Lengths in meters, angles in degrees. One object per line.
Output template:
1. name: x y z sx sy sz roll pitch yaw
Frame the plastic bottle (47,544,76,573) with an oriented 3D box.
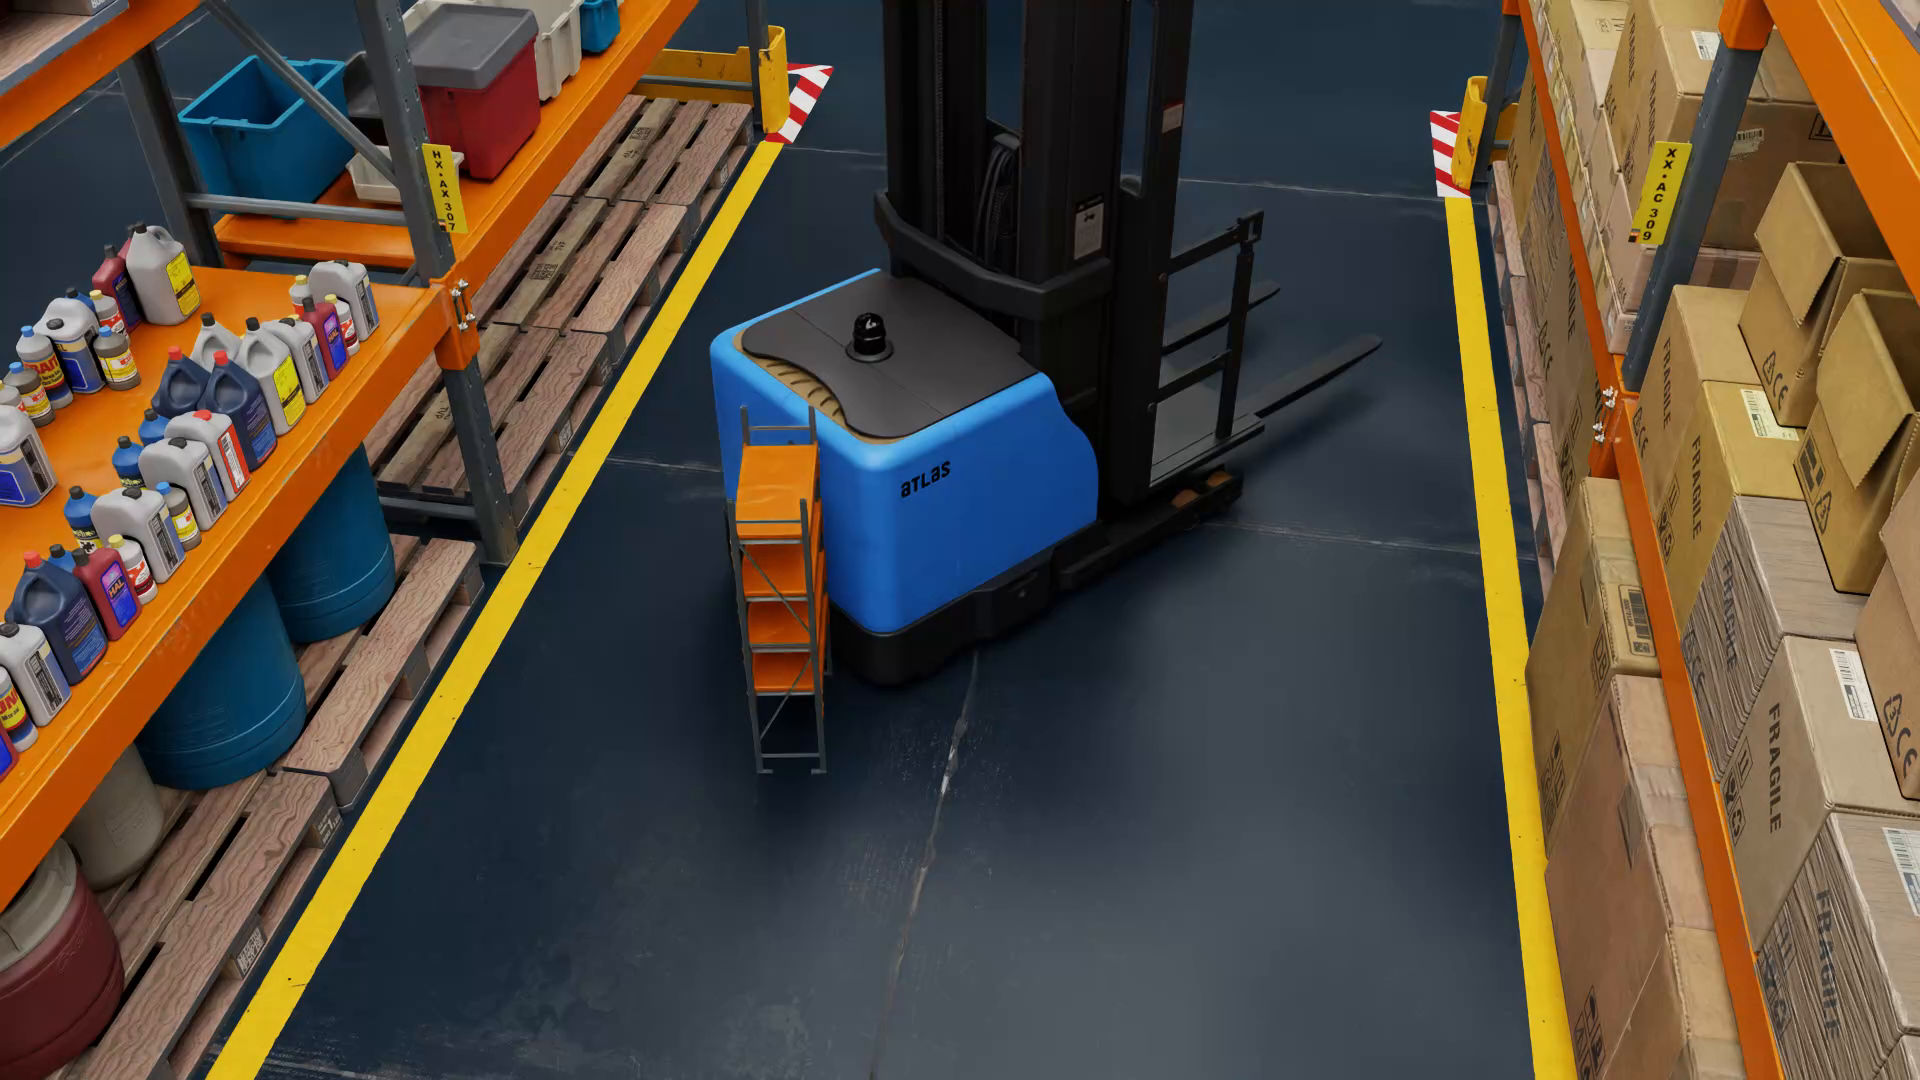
1. plastic bottle: -2.318 0.124 4.347 0.097 0.271 0.097 0 40 0

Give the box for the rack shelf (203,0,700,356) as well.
1. rack shelf: -1.932 -2.115 7.519 1.077 0.370 4.000 6 40 8

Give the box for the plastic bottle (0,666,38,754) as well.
1. plastic bottle: -2.330 0.392 4.023 0.097 0.271 0.097 0 40 0

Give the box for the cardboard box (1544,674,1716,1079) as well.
1. cardboard box: 2.356 1.030 4.488 1.225 0.875 0.875 5 40 6

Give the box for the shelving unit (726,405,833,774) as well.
1. shelving unit: -0.587 0.187 5.582 0.258 1.200 0.503 -1 40 -1

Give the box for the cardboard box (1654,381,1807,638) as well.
1. cardboard box: 2.189 -0.053 4.382 0.500 0.500 0.500 6 40 8

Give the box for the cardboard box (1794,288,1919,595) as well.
1. cardboard box: 2.368 -0.185 3.754 0.797 0.503 0.637 7 40 8

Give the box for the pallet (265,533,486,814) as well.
1. pallet: -2.452 0.417 6.080 1.003 0.211 1.213 6 40 8

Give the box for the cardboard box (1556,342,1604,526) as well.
1. cardboard box: 2.794 -0.340 6.145 0.875 0.875 0.875 6 40 8

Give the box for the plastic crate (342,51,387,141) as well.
1. plastic crate: -2.349 -1.787 6.726 0.437 0.125 0.590 6 40 8

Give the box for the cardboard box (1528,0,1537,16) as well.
1. cardboard box: 2.819 -2.497 7.613 0.380 0.149 0.250 6 40 7

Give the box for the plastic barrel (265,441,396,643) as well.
1. plastic barrel: -2.389 -0.151 5.896 0.600 0.901 0.708 6 40 8

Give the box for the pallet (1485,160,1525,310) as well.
1. pallet: 3.231 -1.517 8.419 1.003 0.211 1.213 6 40 8

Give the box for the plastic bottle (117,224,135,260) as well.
1. plastic bottle: -2.761 -0.909 5.588 0.061 0.283 0.133 6 40 8

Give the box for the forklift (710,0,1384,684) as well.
1. forklift: 0.539 -1.401 6.144 3.031 2.935 1.130 -28 47 -30

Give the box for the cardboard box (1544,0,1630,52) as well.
1. cardboard box: 2.770 -2.245 6.996 0.500 0.250 0.500 5 40 6

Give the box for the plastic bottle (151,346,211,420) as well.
1. plastic bottle: -2.288 -0.405 4.925 0.144 0.351 0.185 6 40 8

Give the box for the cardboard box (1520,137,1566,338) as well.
1. cardboard box: 3.103 -1.463 7.504 0.875 0.875 0.875 6 40 8

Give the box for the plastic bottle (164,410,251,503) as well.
1. plastic bottle: -2.178 -0.261 4.809 0.152 0.276 0.135 6 40 8

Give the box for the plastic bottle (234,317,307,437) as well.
1. plastic bottle: -2.114 -0.506 5.046 0.144 0.351 0.185 6 40 8

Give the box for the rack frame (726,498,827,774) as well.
1. rack frame: -0.583 0.343 5.394 0.240 1.200 0.015 -1 40 -1

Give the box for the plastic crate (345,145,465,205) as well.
1. plastic crate: -2.056 -1.335 6.171 0.396 0.136 0.243 6 40 8

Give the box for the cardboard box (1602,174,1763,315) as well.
1. cardboard box: 2.418 -0.954 5.434 0.500 0.250 0.500 6 40 7

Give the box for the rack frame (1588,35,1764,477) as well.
1. rack frame: 2.601 -0.591 5.111 1.000 3.000 0.127 6 40 8

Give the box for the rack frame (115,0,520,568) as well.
1. rack frame: -2.278 -1.138 5.772 1.000 3.000 0.127 6 40 8

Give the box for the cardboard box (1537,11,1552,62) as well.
1. cardboard box: 2.730 -2.173 7.222 0.380 0.149 0.250 6 40 7

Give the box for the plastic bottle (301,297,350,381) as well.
1. plastic bottle: -2.023 -0.659 5.285 0.061 0.283 0.133 6 40 8

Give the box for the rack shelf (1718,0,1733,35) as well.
1. rack shelf: 2.947 -2.725 5.903 1.077 0.370 4.000 6 40 8

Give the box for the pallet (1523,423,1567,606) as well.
1. pallet: 2.809 0.015 6.567 1.003 0.211 1.213 6 40 8

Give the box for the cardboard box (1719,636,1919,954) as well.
1. cardboard box: 2.017 0.586 3.609 0.500 0.500 0.500 7 40 9

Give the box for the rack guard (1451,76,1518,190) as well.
1. rack guard: 3.297 -2.153 8.962 1.175 0.500 0.348 6 40 8

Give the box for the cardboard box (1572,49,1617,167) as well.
1. cardboard box: 2.594 -1.600 6.215 0.500 0.250 0.500 7 40 9

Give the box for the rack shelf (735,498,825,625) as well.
1. rack shelf: -0.587 0.067 5.482 0.258 0.148 0.480 -1 40 -1

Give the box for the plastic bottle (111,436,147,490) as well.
1. plastic bottle: -2.327 -0.177 4.711 0.097 0.271 0.097 0 40 0

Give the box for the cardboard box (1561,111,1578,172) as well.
1. cardboard box: 2.553 -1.529 6.442 0.380 0.149 0.250 6 40 7

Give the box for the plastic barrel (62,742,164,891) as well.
1. plastic barrel: -2.697 0.788 5.066 0.421 0.512 0.421 0 40 0

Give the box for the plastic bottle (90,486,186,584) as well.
1. plastic bottle: -2.241 -0.031 4.531 0.152 0.276 0.135 6 40 8

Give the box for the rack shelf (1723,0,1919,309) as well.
1. rack shelf: 2.254 -0.215 2.867 1.077 0.370 4.000 6 40 8

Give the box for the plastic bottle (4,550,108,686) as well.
1. plastic bottle: -2.305 0.186 4.210 0.144 0.351 0.185 6 40 8

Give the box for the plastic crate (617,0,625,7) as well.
1. plastic crate: -1.670 -2.492 7.570 0.298 0.136 0.250 6 40 8

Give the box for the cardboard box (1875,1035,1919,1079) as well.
1. cardboard box: 1.842 1.231 2.828 0.500 0.500 0.500 6 40 7

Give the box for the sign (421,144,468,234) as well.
1. sign: -1.736 -1.182 5.609 0.100 0.325 0.005 6 40 8

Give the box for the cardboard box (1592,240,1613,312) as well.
1. cardboard box: 2.375 -0.884 5.662 0.380 0.149 0.250 7 40 9

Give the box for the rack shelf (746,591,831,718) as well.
1. rack shelf: -0.587 0.392 5.752 0.258 0.148 0.480 -1 40 -1

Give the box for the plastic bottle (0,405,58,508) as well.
1. plastic bottle: -2.743 -0.243 4.788 0.152 0.276 0.135 6 40 8

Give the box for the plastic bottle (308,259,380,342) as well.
1. plastic bottle: -2.027 -0.807 5.469 0.152 0.276 0.135 6 40 8

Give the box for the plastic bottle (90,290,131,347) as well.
1. plastic bottle: -2.786 -0.720 5.422 0.097 0.201 0.097 0 40 0

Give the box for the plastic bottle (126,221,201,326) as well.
1. plastic bottle: -2.665 -0.908 5.533 0.144 0.351 0.185 6 40 8

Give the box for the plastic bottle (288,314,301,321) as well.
1. plastic bottle: -2.104 -0.625 5.308 0.097 0.201 0.097 0 40 0

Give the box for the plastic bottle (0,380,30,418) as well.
1. plastic bottle: -2.877 -0.391 5.025 0.097 0.201 0.097 0 40 0

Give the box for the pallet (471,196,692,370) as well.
1. pallet: -1.980 -1.296 8.152 1.003 0.211 1.213 6 40 8

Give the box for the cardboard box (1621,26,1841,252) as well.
1. cardboard box: 2.417 -1.255 5.210 0.500 0.500 0.500 7 40 9

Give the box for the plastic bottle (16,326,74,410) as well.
1. plastic bottle: -2.843 -0.540 5.150 0.097 0.271 0.097 0 40 0

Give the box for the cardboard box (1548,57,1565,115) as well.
1. cardboard box: 2.641 -1.853 6.834 0.380 0.149 0.250 5 40 7
